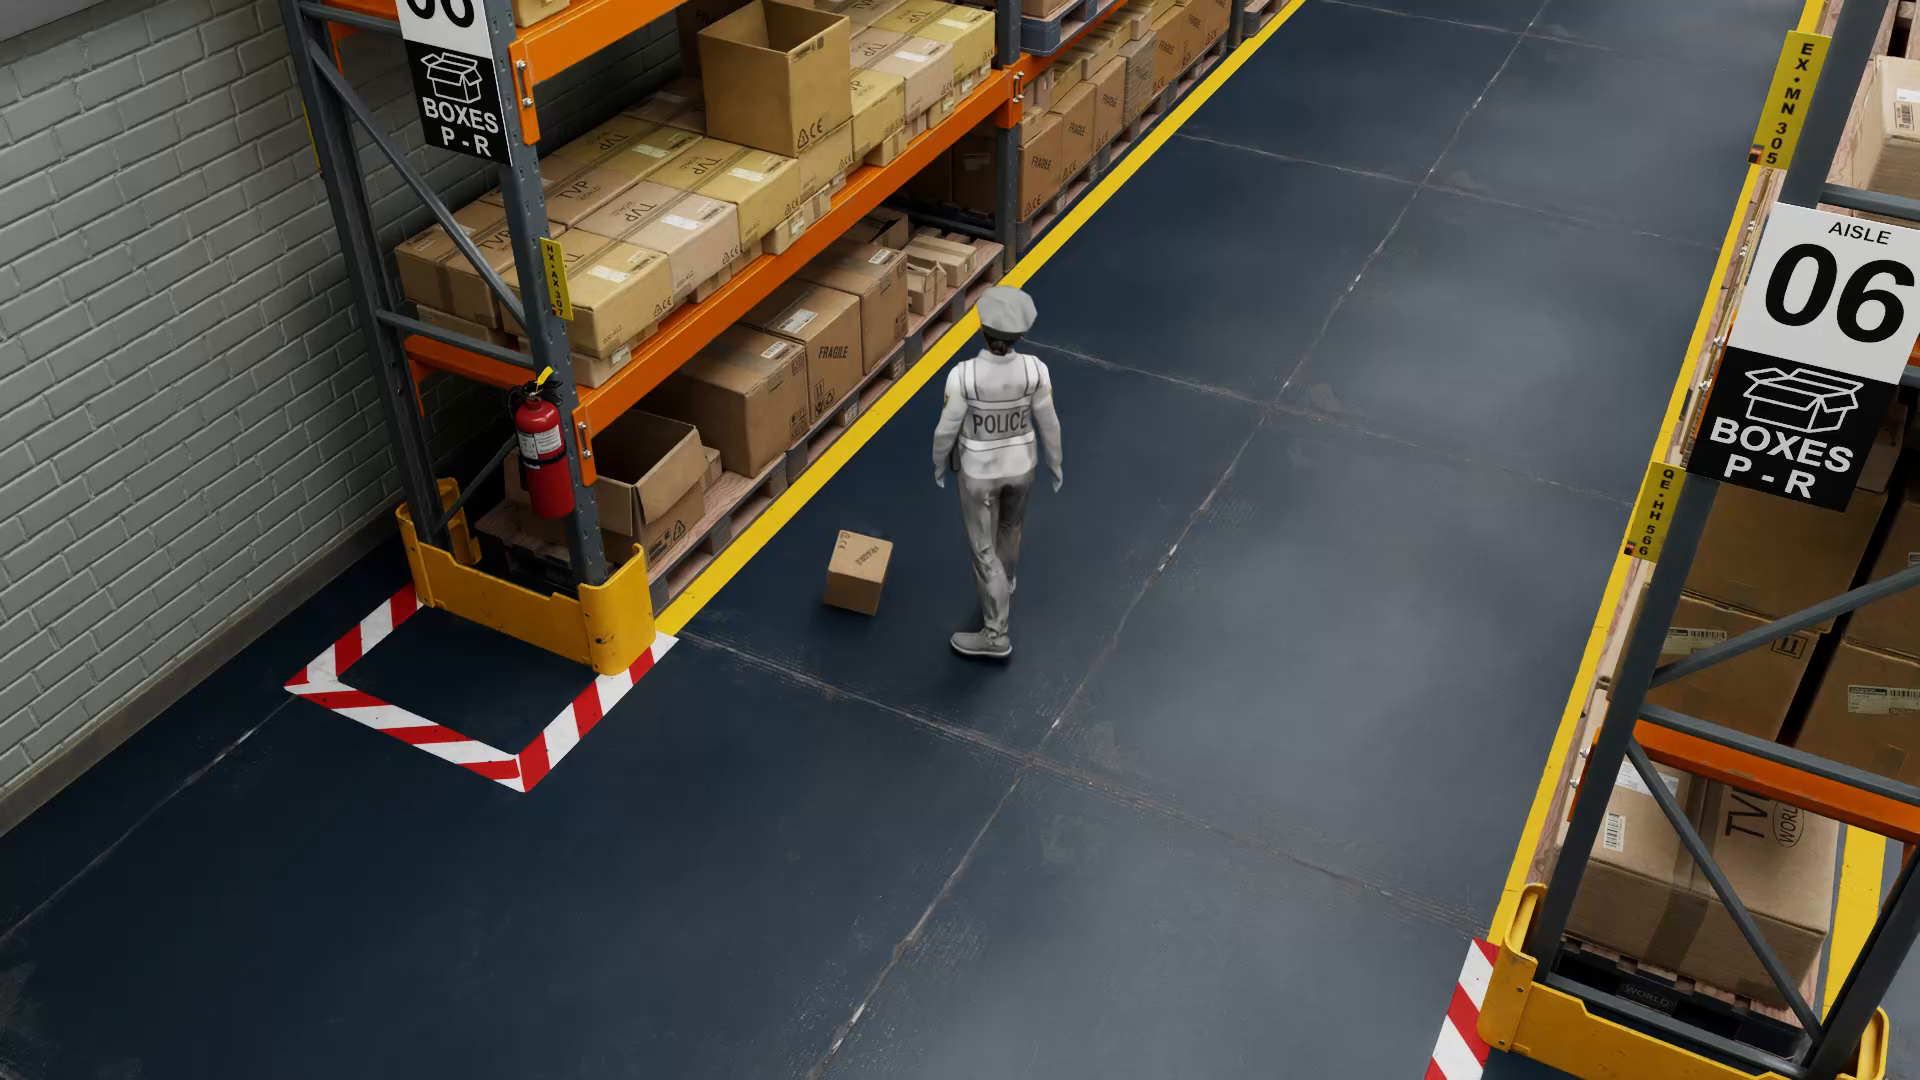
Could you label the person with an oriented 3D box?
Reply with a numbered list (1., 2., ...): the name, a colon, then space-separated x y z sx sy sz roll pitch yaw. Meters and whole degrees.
1. person: 0.173 -0.292 7.110 0.565 1.671 0.621 -11 39 -13
